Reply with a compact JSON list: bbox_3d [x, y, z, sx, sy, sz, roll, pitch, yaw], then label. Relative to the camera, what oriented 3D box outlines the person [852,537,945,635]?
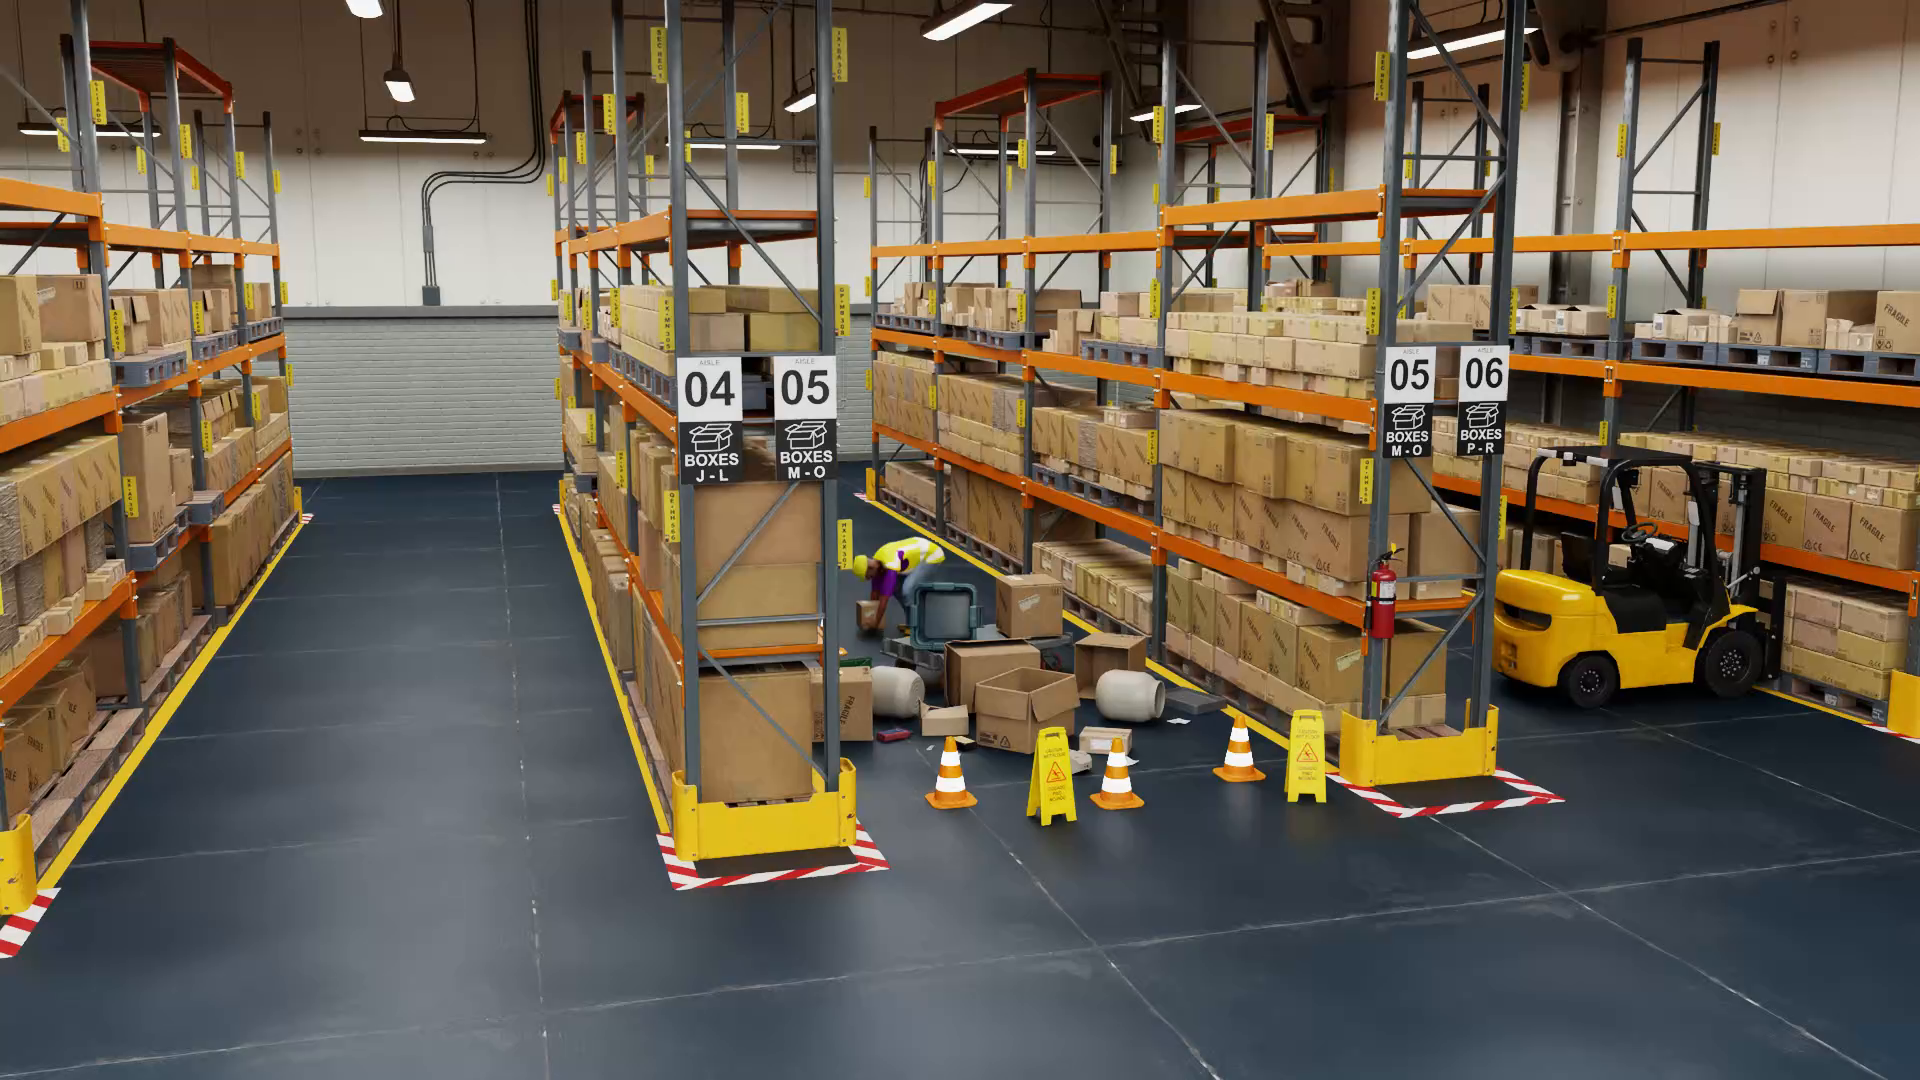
[{"bbox_3d":[-0.645,0.482,17.228,0.975,0.992,0.496,-3,10,-19],"label":"person"}]
